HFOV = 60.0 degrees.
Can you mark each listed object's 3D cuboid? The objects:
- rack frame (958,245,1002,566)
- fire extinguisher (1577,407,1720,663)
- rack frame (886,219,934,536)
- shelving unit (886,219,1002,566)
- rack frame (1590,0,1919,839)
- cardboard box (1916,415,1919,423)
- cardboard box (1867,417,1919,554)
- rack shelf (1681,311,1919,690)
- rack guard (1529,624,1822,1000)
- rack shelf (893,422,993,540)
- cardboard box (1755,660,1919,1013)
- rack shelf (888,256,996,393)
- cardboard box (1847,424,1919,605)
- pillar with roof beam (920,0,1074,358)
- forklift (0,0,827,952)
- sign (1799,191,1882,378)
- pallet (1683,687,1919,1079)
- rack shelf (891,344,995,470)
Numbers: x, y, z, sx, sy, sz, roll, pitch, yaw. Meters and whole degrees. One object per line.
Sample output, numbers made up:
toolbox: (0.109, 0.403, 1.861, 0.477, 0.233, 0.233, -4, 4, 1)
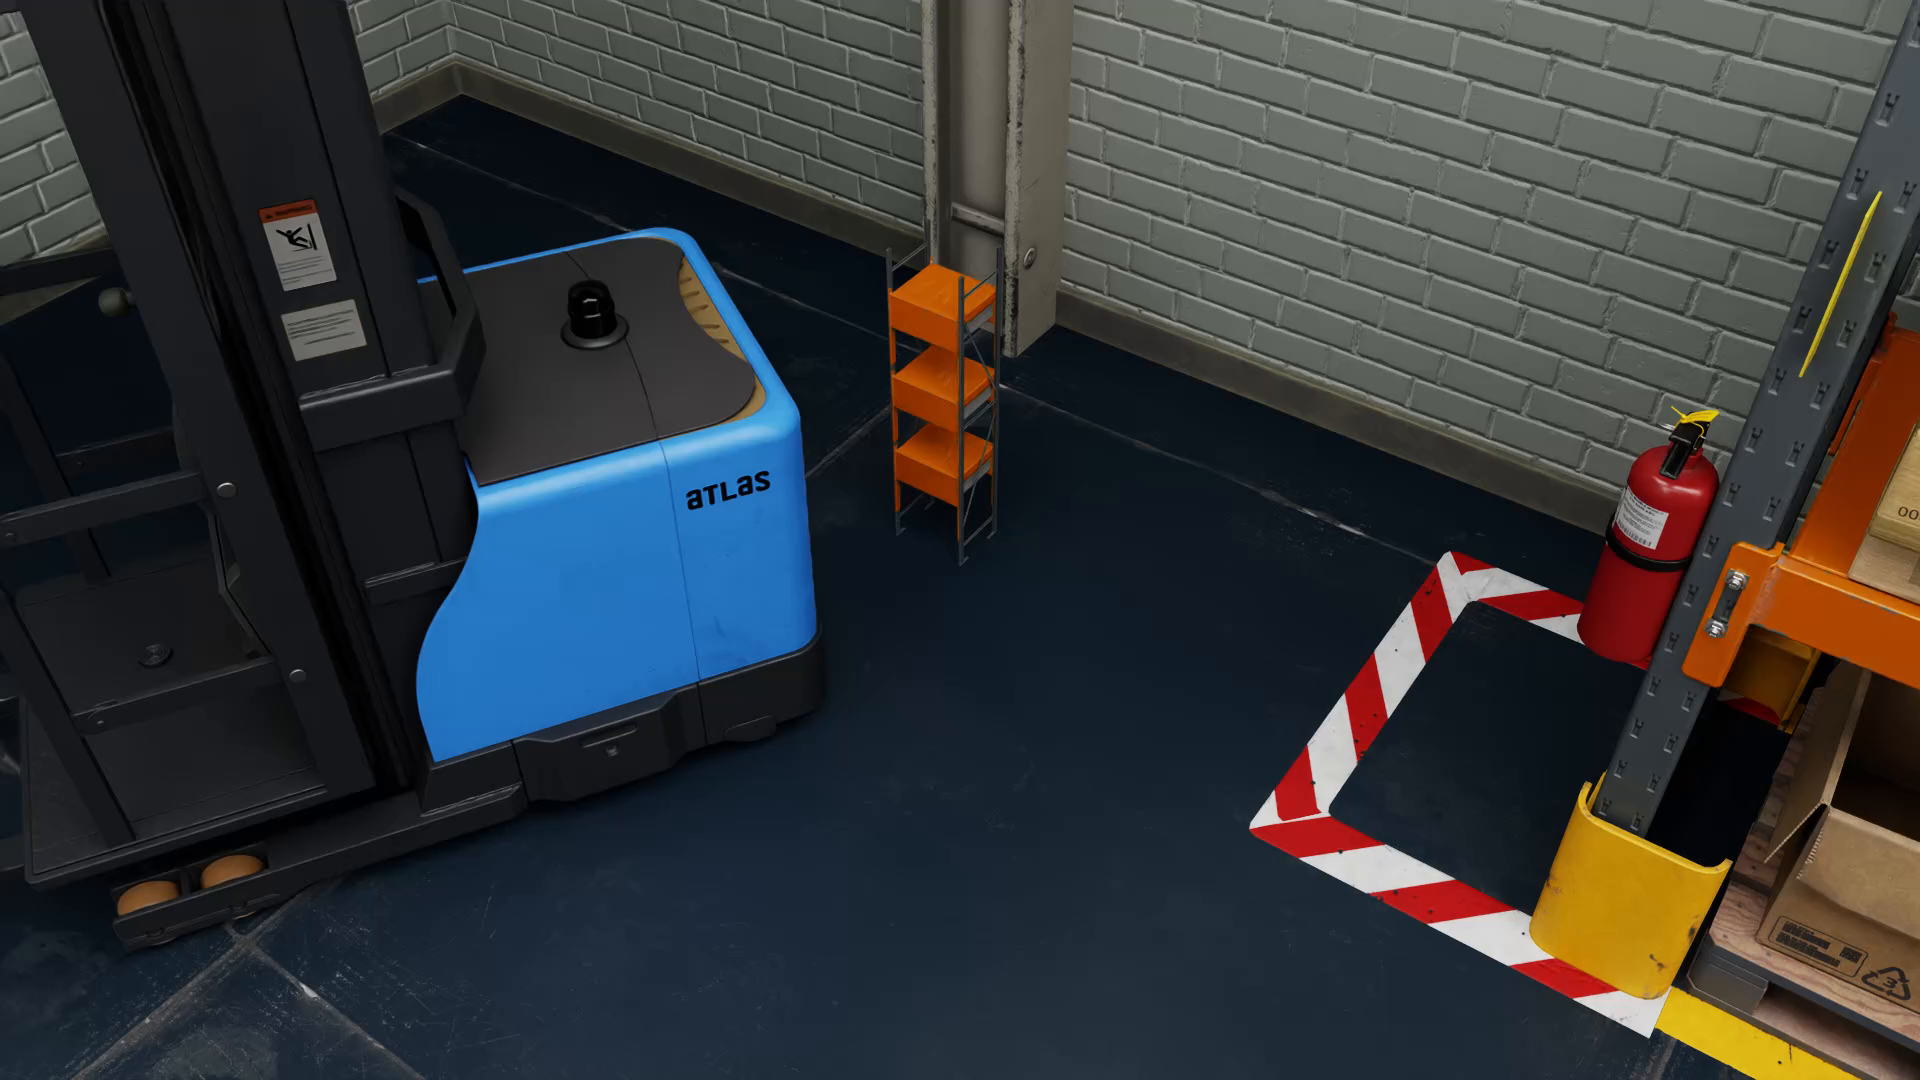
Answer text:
rack frame: (0.056, -0.365, 4.871, 0.008, 1.050, 0.200, 25, 48, 25)
fire extinguisher: (1.425, -0.042, 3.385, 0.183, 0.674, 0.296, 25, 48, 25)
rack frame: (-0.144, -0.458, 4.975, 0.008, 1.050, 0.200, 25, 48, 25)
shelving unit: (-0.044, -0.412, 4.923, 0.252, 1.050, 0.215, 25, 48, 25)
rack frame: (1.810, -0.405, 3.454, 0.127, 3.000, 1.000, 25, 48, 25)
cardboard box: (2.236, -0.331, 3.559, 0.250, 0.149, 0.380, 25, 47, 25)
cardboard box: (2.027, -0.140, 3.046, 0.500, 0.250, 0.500, 25, 48, 26)
rack shelf: (3.448, 0.628, 2.838, 4.000, 0.370, 1.077, 25, 48, 25)
rack guard: (1.873, 0.555, 4.255, 0.348, 0.500, 1.175, 25, 48, 25)
rack shelf: (-0.044, -0.197, 5.115, 0.240, 0.259, 0.215, 25, 48, 25)
cardboard box: (2.257, 0.654, 3.826, 0.637, 0.503, 0.797, 23, 47, 24)
rack shelf: (-0.044, -0.615, 4.741, 0.240, 0.259, 0.215, 25, 48, 25)
cardboard box: (1.922, -0.036, 3.229, 0.250, 0.149, 0.380, 25, 47, 25)
pillar with roof beam: (-2.352, -1.815, 0.530, 0.400, 9.000, 9.100, 25, 48, 25)
forklift: (-1.937, -0.491, 3.600, 3.031, 2.935, 1.130, -17, 44, -18)
sign: (1.499, -0.432, 2.834, 0.005, 0.325, 0.100, 25, 48, 25)
pallet: (2.526, 0.968, 4.010, 1.213, 0.211, 1.003, 25, 48, 25)
rack shelf: (-0.044, -0.404, 4.930, 0.240, 0.259, 0.215, 25, 48, 25)
